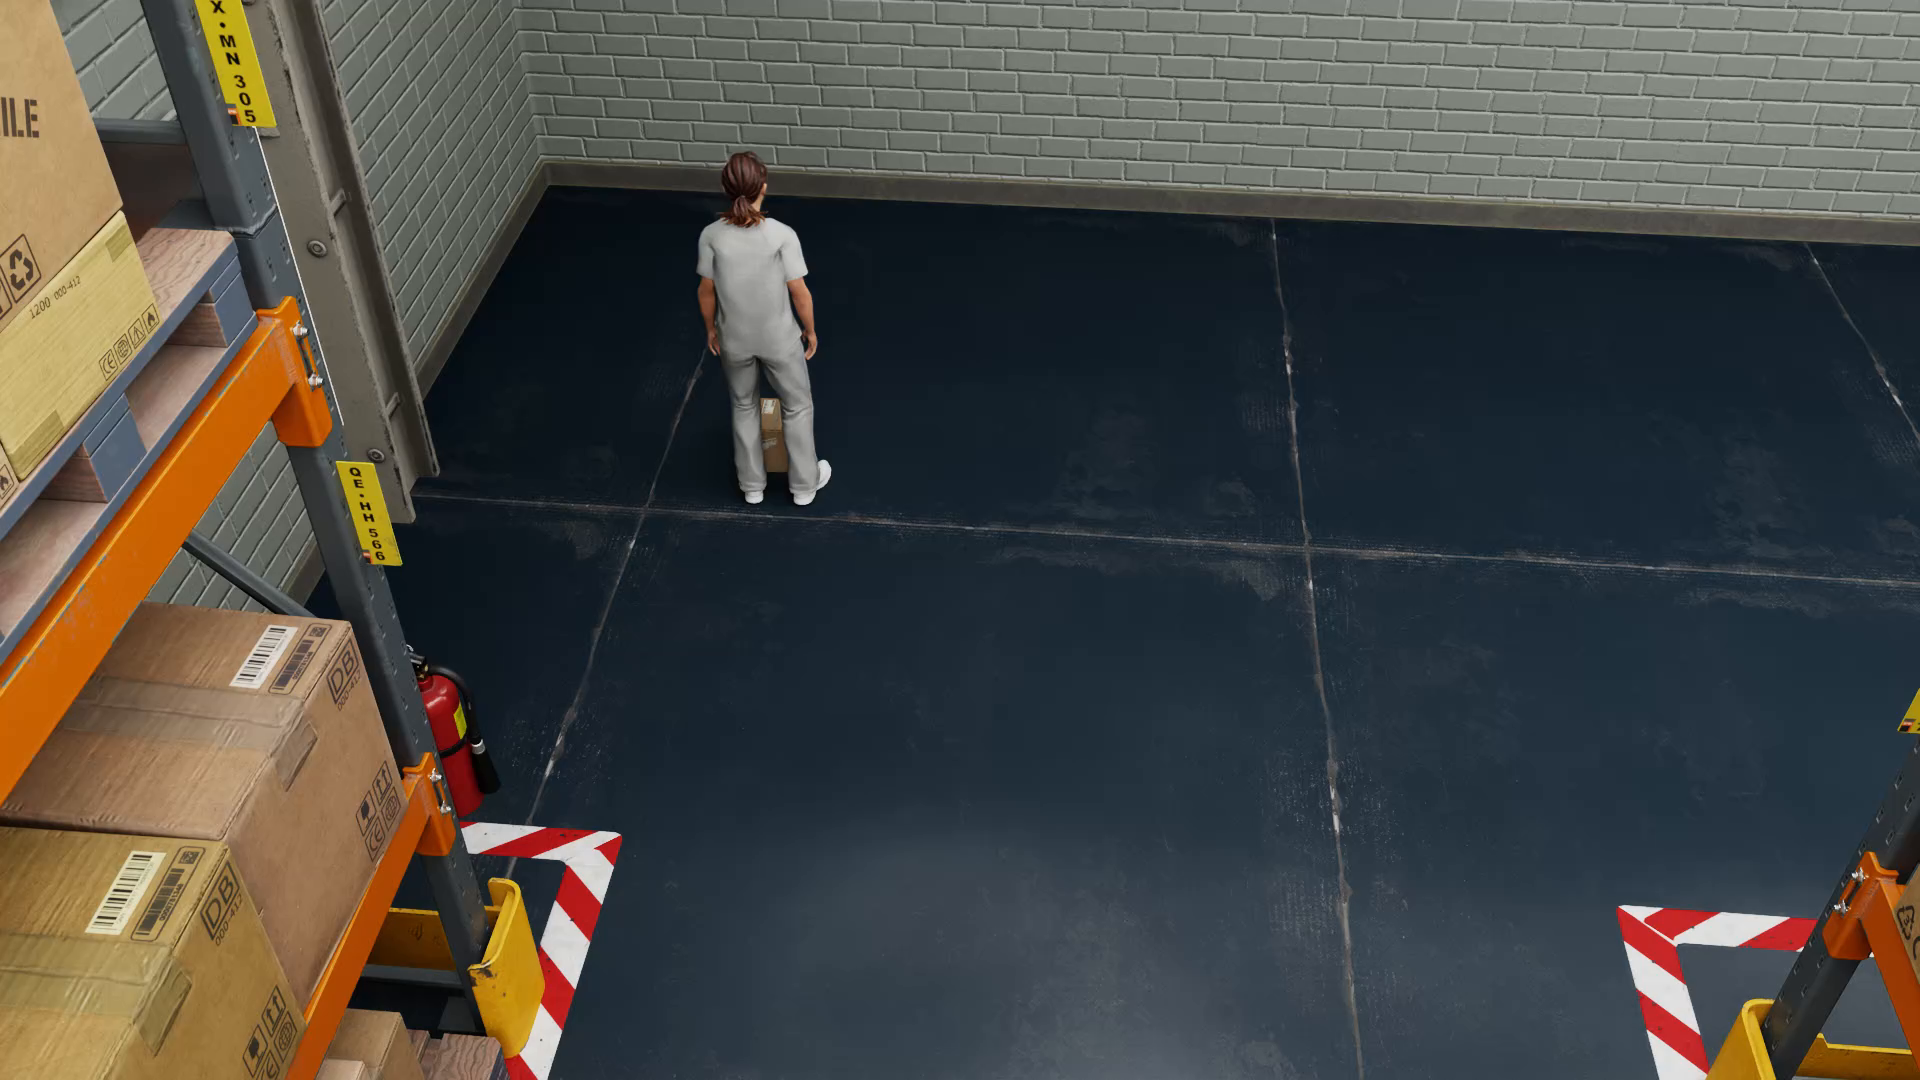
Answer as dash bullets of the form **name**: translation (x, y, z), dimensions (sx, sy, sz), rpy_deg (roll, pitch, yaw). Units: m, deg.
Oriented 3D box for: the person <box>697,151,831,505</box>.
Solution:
- **person**: translation (-0.861, -0.877, 7.195), dimensions (0.494, 1.673, 0.352), rpy_deg (3, 40, 3)
